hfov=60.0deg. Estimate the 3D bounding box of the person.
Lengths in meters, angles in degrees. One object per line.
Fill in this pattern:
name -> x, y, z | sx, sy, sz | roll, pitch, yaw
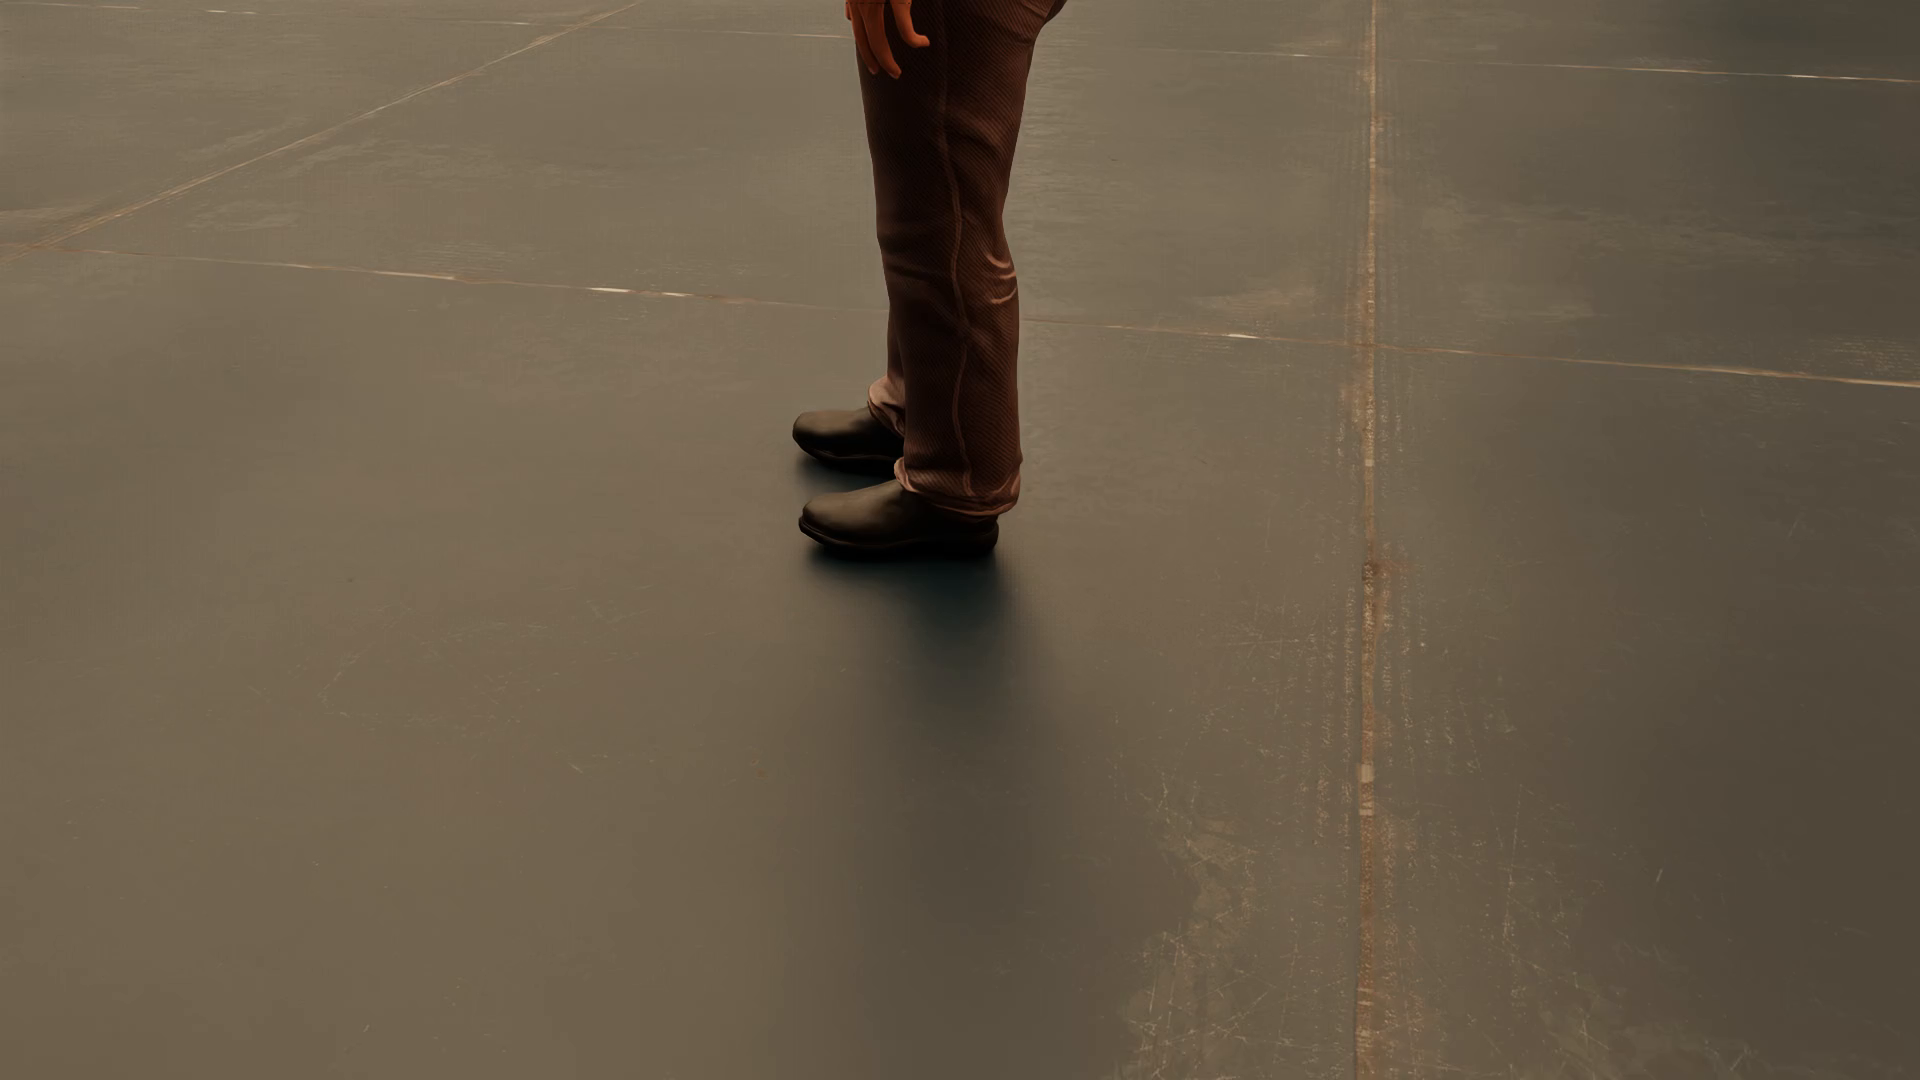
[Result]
person -> -0.060, -0.781, 2.129 | 0.566, 1.715, 0.633 | 6, 27, 11
